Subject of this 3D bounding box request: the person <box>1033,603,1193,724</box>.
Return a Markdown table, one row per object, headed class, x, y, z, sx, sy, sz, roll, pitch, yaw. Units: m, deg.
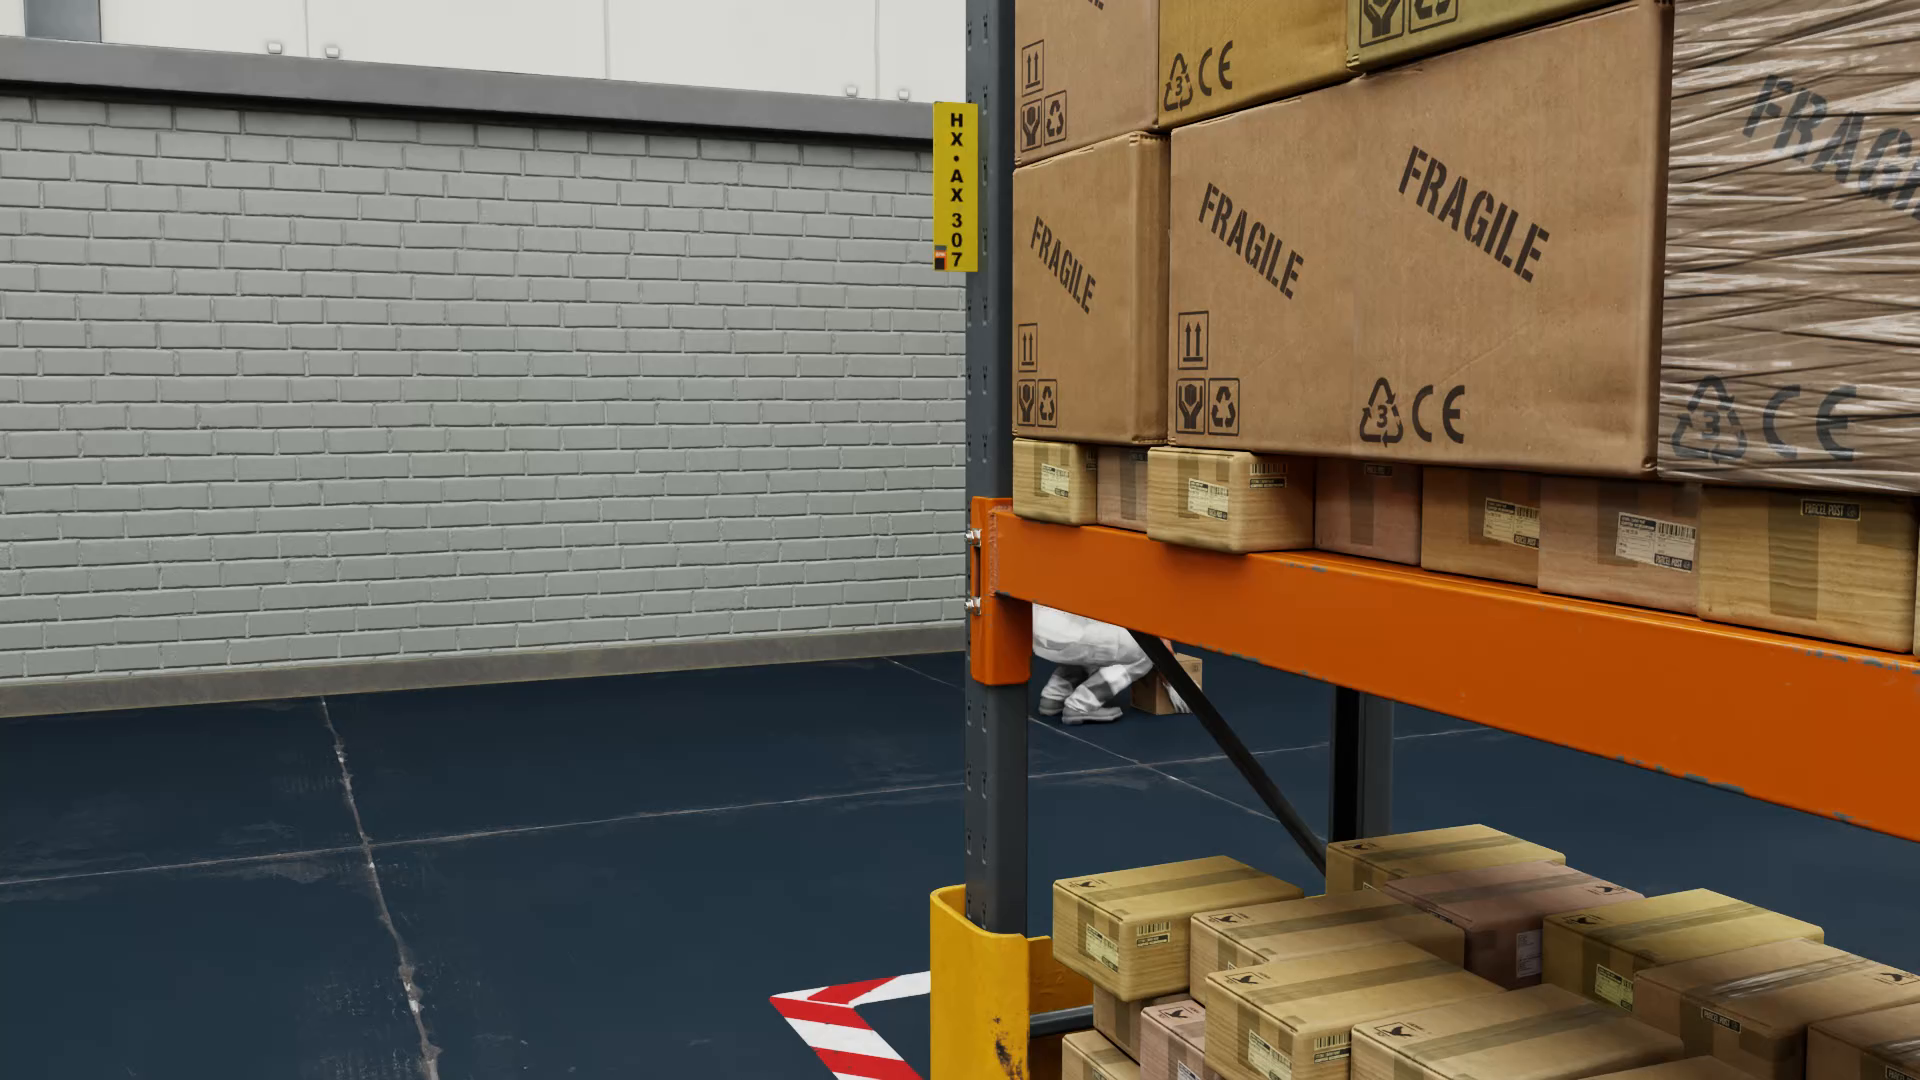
| class | x | y | z | sx | sy | sz | roll | pitch | yaw |
| --- | --- | --- | --- | --- | --- | --- | --- | --- | --- |
| person | 0.682 | 0.409 | 7.830 | 0.891 | 0.877 | 0.564 | -2 | 6 | -24 |
